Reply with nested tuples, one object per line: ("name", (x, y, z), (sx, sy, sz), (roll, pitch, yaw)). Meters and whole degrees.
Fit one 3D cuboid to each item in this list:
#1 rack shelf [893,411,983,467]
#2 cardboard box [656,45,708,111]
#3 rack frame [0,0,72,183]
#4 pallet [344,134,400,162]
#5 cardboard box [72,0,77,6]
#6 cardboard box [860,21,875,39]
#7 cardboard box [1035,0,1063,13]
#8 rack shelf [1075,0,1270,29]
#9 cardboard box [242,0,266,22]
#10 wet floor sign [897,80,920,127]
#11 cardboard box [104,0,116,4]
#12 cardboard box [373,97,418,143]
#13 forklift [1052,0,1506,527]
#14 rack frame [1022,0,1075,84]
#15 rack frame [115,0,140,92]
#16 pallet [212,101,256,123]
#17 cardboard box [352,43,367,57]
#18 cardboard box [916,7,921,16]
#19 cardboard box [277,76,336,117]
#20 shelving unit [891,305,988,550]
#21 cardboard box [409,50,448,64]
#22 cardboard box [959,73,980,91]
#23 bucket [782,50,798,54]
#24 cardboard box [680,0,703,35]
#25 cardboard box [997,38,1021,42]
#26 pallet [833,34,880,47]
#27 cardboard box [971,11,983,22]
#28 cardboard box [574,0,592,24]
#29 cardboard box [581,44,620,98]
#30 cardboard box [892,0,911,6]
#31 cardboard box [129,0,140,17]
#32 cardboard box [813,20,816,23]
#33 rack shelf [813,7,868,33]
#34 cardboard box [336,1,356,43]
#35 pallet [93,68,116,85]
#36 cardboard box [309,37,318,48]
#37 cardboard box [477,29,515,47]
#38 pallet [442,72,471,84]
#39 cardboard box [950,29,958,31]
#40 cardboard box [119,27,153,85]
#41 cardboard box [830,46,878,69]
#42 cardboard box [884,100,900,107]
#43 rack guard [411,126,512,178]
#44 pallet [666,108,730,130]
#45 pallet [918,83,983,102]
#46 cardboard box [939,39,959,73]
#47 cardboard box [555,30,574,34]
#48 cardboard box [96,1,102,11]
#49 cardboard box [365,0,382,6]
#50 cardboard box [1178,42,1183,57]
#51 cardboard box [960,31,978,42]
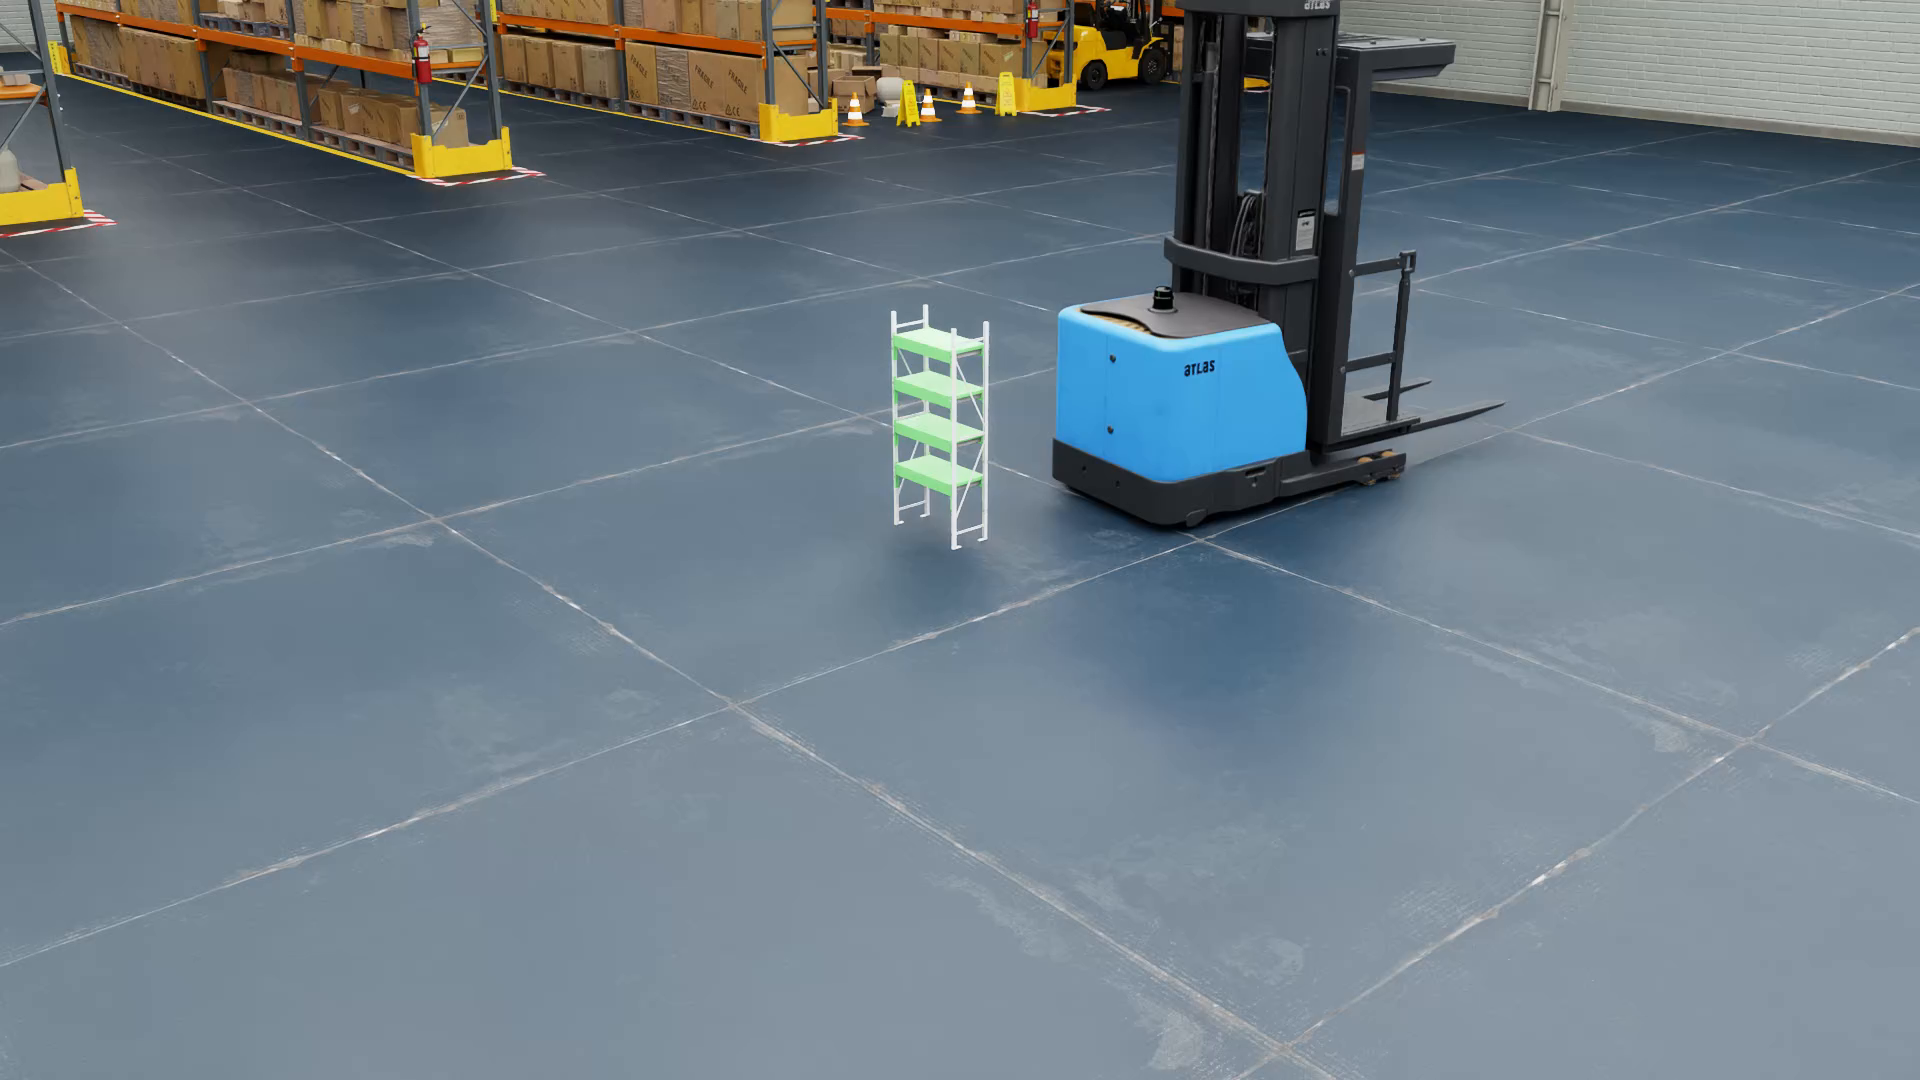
("rack shelf", (-0.108, -0.545, 8.905), (0.258, 0.148, 0.480), (-17, 27, -37))
("cardboard box", (-3.950, -6.979, 25.027), (0.875, 0.875, 0.875), (-17, 27, -37))
("rack frame", (-9.863, -4.774, 17.060), (1.000, 3.000, 0.127), (-17, 27, -37))
("pallet", (-7.456, -5.246, 22.087), (1.003, 0.211, 1.213), (-17, 27, -37))
("cardboard box", (-15.901, -9.797, 30.228), (0.380, 0.149, 0.250), (-18, 28, -38))
("cardboard box", (-1.856, -11.371, 36.755), (0.500, 0.500, 0.500), (-18, 28, -39))
("cardboard box", (1.297, -8.694, 26.524), (0.500, 0.500, 0.500), (-18, 28, -38))
("rack shelf", (3.849, -9.713, 30.655), (1.077, 0.370, 4.000), (-17, 27, -37))
("cardboard box", (-9.924, -7.759, 23.963), (0.797, 0.503, 0.637), (-14, 26, -32))
("wet floor sign", (-0.769, -6.473, 24.626), (0.232, 0.644, 0.267), (17, 27, 36))
("cardboard box", (-14.431, -9.397, 28.660), (0.500, 0.250, 0.500), (-18, 28, -38))
("cardboard box", (-7.317, -5.496, 21.754), (0.500, 0.500, 0.500), (-14, 26, -33))
("forklift", (2.048, -1.831, 9.640), (3.031, 2.935, 1.130), (-14, 25, -31))
("rack frame", (1.396, -8.312, 26.094), (1.000, 3.000, 0.127), (-17, 27, -37))
("rack frame", (-13.944, -9.269, 28.535), (1.000, 3.000, 0.127), (-17, 27, -37))
("pallet", (-10.824, -6.649, 25.670), (1.003, 0.211, 1.213), (-17, 27, -37))
("cardboard box", (-7.512, -6.255, 21.186), (0.380, 0.149, 0.250), (-17, 27, -37))
("cardboard box", (-0.519, -8.871, 27.864), (0.380, 0.149, 0.250), (-18, 27, -38))
("cardboard box", (-9.404, -6.410, 24.062), (0.700, 0.500, 0.500), (-18, 27, -38))
("shelving unit", (-0.108, -0.604, 8.882), (0.258, 1.200, 0.503), (-17, 27, -37))
("cardboard box", (-6.454, -5.866, 20.192), (0.380, 0.149, 0.250), (-17, 27, -37))
("cardboard box", (0.333, -7.532, 27.296), (0.500, 0.250, 0.500), (-17, 27, -37))
("bucket", (-3.063, -7.906, 27.461), (0.726, 0.611, 0.620), (-8, 13, -19))
("cardboard box", (-3.587, -7.736, 24.416), (0.875, 0.550, 0.500), (-17, 27, -37))
("cardboard box", (0.719, -8.015, 27.502), (0.500, 0.500, 0.500), (-19, 28, -39))
("pallet", (-2.119, -11.296, 37.536), (1.003, 0.211, 1.213), (-17, 27, -37))
("cardboard box", (0.399, -8.431, 26.742), (0.380, 0.149, 0.250), (-17, 27, -37))
("cardboard box", (-5.772, -8.478, 26.379), (0.500, 0.500, 0.500), (-18, 28, -38))
("cardboard box", (-5.372, -7.509, 26.552), (1.050, 0.750, 0.750), (-18, 27, -38))
("cardboard box", (-0.793, -9.281, 28.023), (0.500, 0.500, 0.500), (-18, 27, -38))
("cardboard box", (-13.504, -8.990, 27.687), (0.500, 0.500, 0.500), (-17, 27, -37))
("cardboard box", (-3.498, -11.916, 38.466), (0.396, 0.266, 0.258), (-16, 27, -36))
("rack shelf", (-2.520, -9.635, 30.457), (1.077, 0.370, 4.000), (-17, 27, -37))
("cardboard box", (-7.478, -6.696, 21.421), (0.875, 0.500, 0.500), (-17, 27, -37))
("pallet", (-15.182, -8.536, 30.489), (1.003, 0.211, 1.213), (-17, 27, -37))
("cardboard box", (-8.472, -6.676, 22.260), (0.380, 0.149, 0.250), (-17, 27, -37))
("cardboard box", (-8.155, -8.824, 29.223), (0.500, 0.250, 0.500), (-18, 28, -39))
("pallet", (-8.811, -8.571, 30.578), (1.003, 0.211, 1.213), (-17, 27, -37))
("cardboard box", (0.329, -10.620, 34.665), (0.875, 0.625, 0.625), (-16, 27, -36))
("cardboard box", (-13.511, -8.303, 28.407), (1.225, 0.875, 0.875), (-17, 27, -37))
("cardboard box", (-2.031, -8.732, 30.192), (0.950, 0.372, 0.625), (-15, 26, -34))
("cardboard box", (-0.989, -6.866, 26.310), (0.380, 0.149, 0.250), (-4, 22, -10))
("rack guard", (-6.161, -4.810, 20.580), (1.175, 0.500, 0.348), (-17, 27, -37))
("pallet", (-3.661, -6.347, 24.899), (1.003, 0.211, 1.213), (-17, 27, -37))
("pallet", (0.051, -7.605, 28.111), (1.003, 0.211, 1.213), (-17, 27, -37))
("cardboard box", (0.009, -8.021, 27.515), (0.500, 0.500, 0.500), (-18, 28, -39))
("cardboard box", (-8.541, -11.577, 37.366), (0.875, 0.438, 0.875), (-19, 28, -39))
("cardboard box", (-14.895, -9.371, 29.141), (0.380, 0.149, 0.250), (-17, 27, -36))
("cardboard box", (-6.988, -6.834, 20.403), (0.500, 0.500, 0.500), (-17, 27, -37))
("cardboard box", (4.281, -8.844, 29.961), (0.500, 0.250, 0.500), (-18, 28, -38))
("cardboard box", (0.224, -8.194, 27.068), (0.380, 0.149, 0.250), (-17, 27, -37))
